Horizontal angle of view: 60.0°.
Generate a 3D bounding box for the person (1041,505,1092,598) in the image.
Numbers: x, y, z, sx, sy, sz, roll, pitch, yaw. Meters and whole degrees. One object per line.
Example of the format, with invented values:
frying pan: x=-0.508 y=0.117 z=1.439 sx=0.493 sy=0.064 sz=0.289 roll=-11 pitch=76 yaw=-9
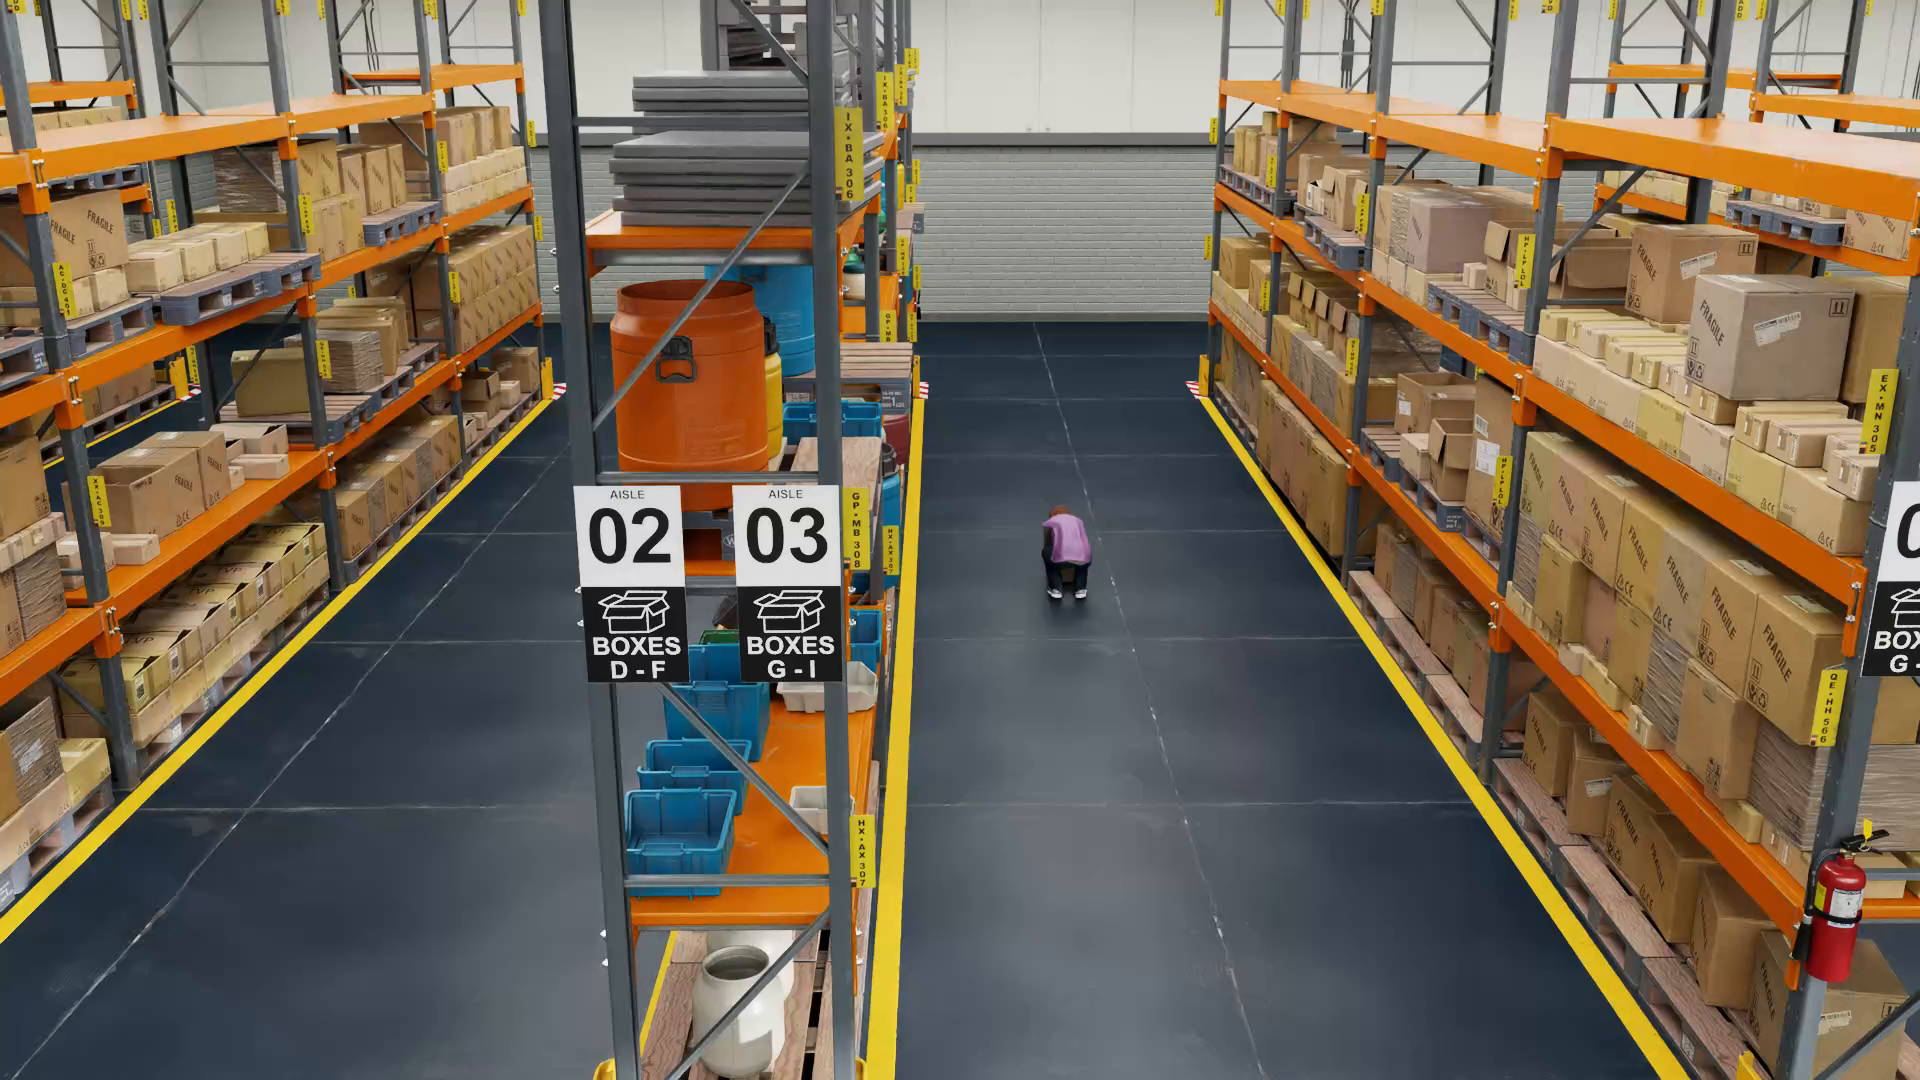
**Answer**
person: x=0.942 y=0.150 z=14.735 sx=0.430 sy=0.725 sz=0.843 roll=-1 pitch=17 yaw=-2
